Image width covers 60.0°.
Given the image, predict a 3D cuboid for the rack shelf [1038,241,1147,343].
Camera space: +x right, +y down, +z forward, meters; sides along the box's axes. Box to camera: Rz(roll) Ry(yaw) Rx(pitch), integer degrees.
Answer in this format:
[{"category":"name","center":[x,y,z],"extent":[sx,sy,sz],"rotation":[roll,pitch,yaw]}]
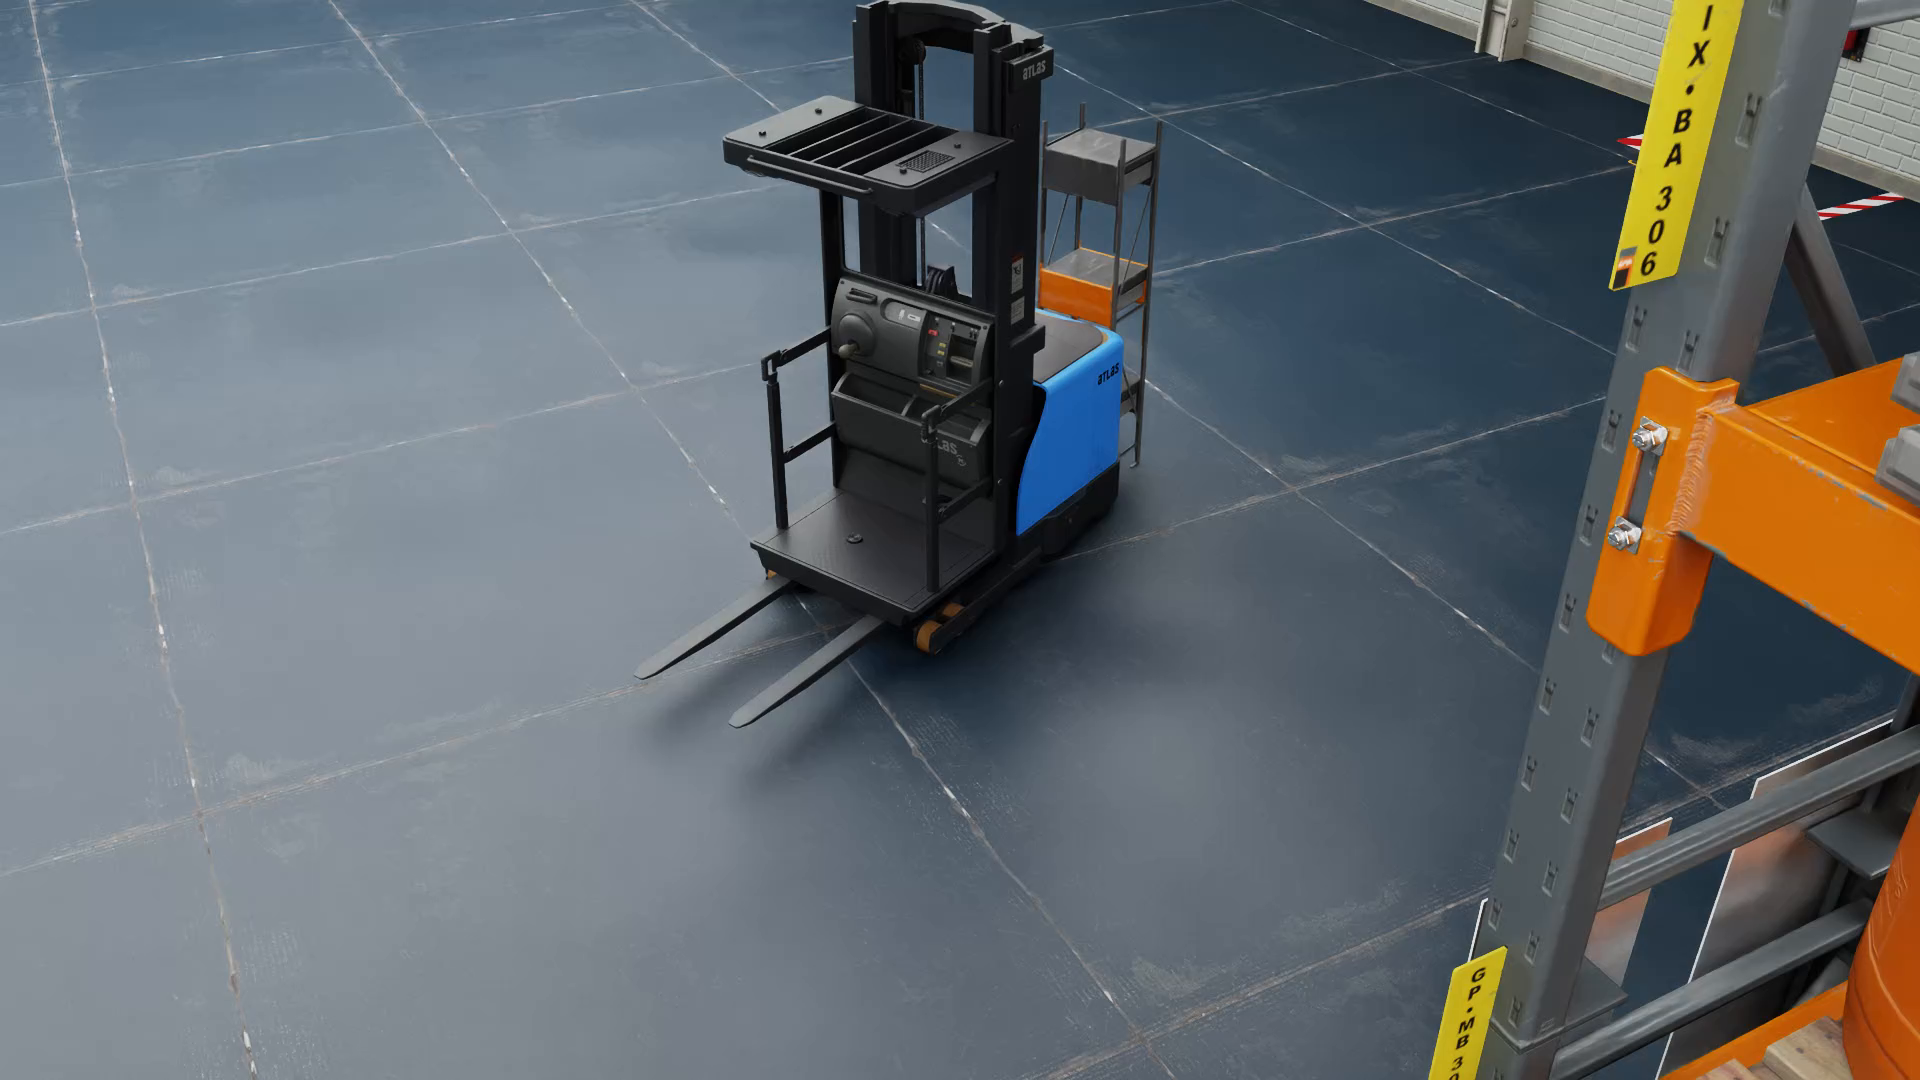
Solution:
[{"category":"rack shelf","center":[0.757,-1.331,9.407],"extent":[0.480,0.518,0.431],"rotation":[22,39,30]}]

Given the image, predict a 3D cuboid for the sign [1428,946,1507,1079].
[{"category":"sign","center":[0.760,0.747,2.514],"extent":[0.100,0.325,0.005],"rotation":[-16,36,-23]}]

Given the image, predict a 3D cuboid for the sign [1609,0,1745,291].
[{"category":"sign","center":[0.760,-0.424,1.764],"extent":[0.100,0.325,0.005],"rotation":[-16,36,-23]}]

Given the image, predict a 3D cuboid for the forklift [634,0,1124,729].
[{"category":"forklift","center":[-0.375,-0.961,8.032],"extent":[1.130,2.935,3.031],"rotation":[22,39,30]}]

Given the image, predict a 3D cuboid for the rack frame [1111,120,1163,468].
[{"category":"rack frame","center":[0.953,-1.265,9.277],"extent":[0.015,2.100,0.400],"rotation":[22,39,30]}]

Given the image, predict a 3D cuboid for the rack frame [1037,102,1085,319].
[{"category":"rack frame","center":[0.560,-1.421,9.522],"extent":[0.015,2.100,0.400],"rotation":[22,39,30]}]

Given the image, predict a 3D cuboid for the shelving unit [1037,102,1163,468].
[{"category":"shelving unit","center":[0.757,-1.343,9.400],"extent":[0.503,2.100,0.431],"rotation":[22,39,30]}]

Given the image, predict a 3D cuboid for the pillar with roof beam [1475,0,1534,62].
[{"category":"pillar with roof beam","center":[1.701,-7.668,12.876],"extent":[9.100,9.000,0.400],"rotation":[-16,36,-23]}]

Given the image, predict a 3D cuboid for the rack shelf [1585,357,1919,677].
[{"category":"rack shelf","center":[2.181,0.777,0.732],"extent":[1.077,0.370,4.000],"rotation":[-16,36,-23]}]

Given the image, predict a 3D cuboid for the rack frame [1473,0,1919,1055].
[{"category":"rack frame","center":[1.249,-0.648,1.920],"extent":[1.000,3.000,0.127],"rotation":[-16,36,-23]}]

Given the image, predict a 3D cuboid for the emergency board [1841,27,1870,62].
[{"category":"emergency board","center":[7.189,-4.550,13.571],"extent":[0.194,1.169,0.643],"rotation":[-16,36,-23]}]

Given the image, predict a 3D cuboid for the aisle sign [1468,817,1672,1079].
[{"category":"aisle sign","center":[0.956,0.822,2.776],"extent":[0.394,0.787,0.004],"rotation":[-16,36,-23]}]

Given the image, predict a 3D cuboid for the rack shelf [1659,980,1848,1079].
[{"category":"rack shelf","center":[2.181,1.872,1.434],"extent":[1.077,0.370,4.000],"rotation":[-16,36,-23]}]

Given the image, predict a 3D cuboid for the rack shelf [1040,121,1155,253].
[{"category":"rack shelf","center":[0.757,-1.921,9.029],"extent":[0.480,0.518,0.431],"rotation":[22,39,30]}]

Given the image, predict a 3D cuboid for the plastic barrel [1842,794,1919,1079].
[{"category":"plastic barrel","center":[1.588,0.457,2.188],"extent":[0.600,0.830,0.708],"rotation":[-16,36,-23]}]

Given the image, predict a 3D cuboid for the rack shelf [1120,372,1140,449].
[{"category":"rack shelf","center":[0.757,-0.742,9.785],"extent":[0.480,0.518,0.431],"rotation":[22,39,30]}]

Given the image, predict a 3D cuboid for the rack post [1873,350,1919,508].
[{"category":"rack post","center":[1.489,-0.045,1.442],"extent":[0.937,0.300,0.954],"rotation":[-12,35,-18]}]

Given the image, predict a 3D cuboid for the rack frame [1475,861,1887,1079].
[{"category":"rack frame","center":[1.249,1.878,3.539],"extent":[1.000,3.000,0.127],"rotation":[-16,36,-23]}]

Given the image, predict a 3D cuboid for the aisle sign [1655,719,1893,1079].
[{"category":"aisle sign","center":[1.478,0.674,3.007],"extent":[0.394,0.787,0.004],"rotation":[-16,36,-23]}]
